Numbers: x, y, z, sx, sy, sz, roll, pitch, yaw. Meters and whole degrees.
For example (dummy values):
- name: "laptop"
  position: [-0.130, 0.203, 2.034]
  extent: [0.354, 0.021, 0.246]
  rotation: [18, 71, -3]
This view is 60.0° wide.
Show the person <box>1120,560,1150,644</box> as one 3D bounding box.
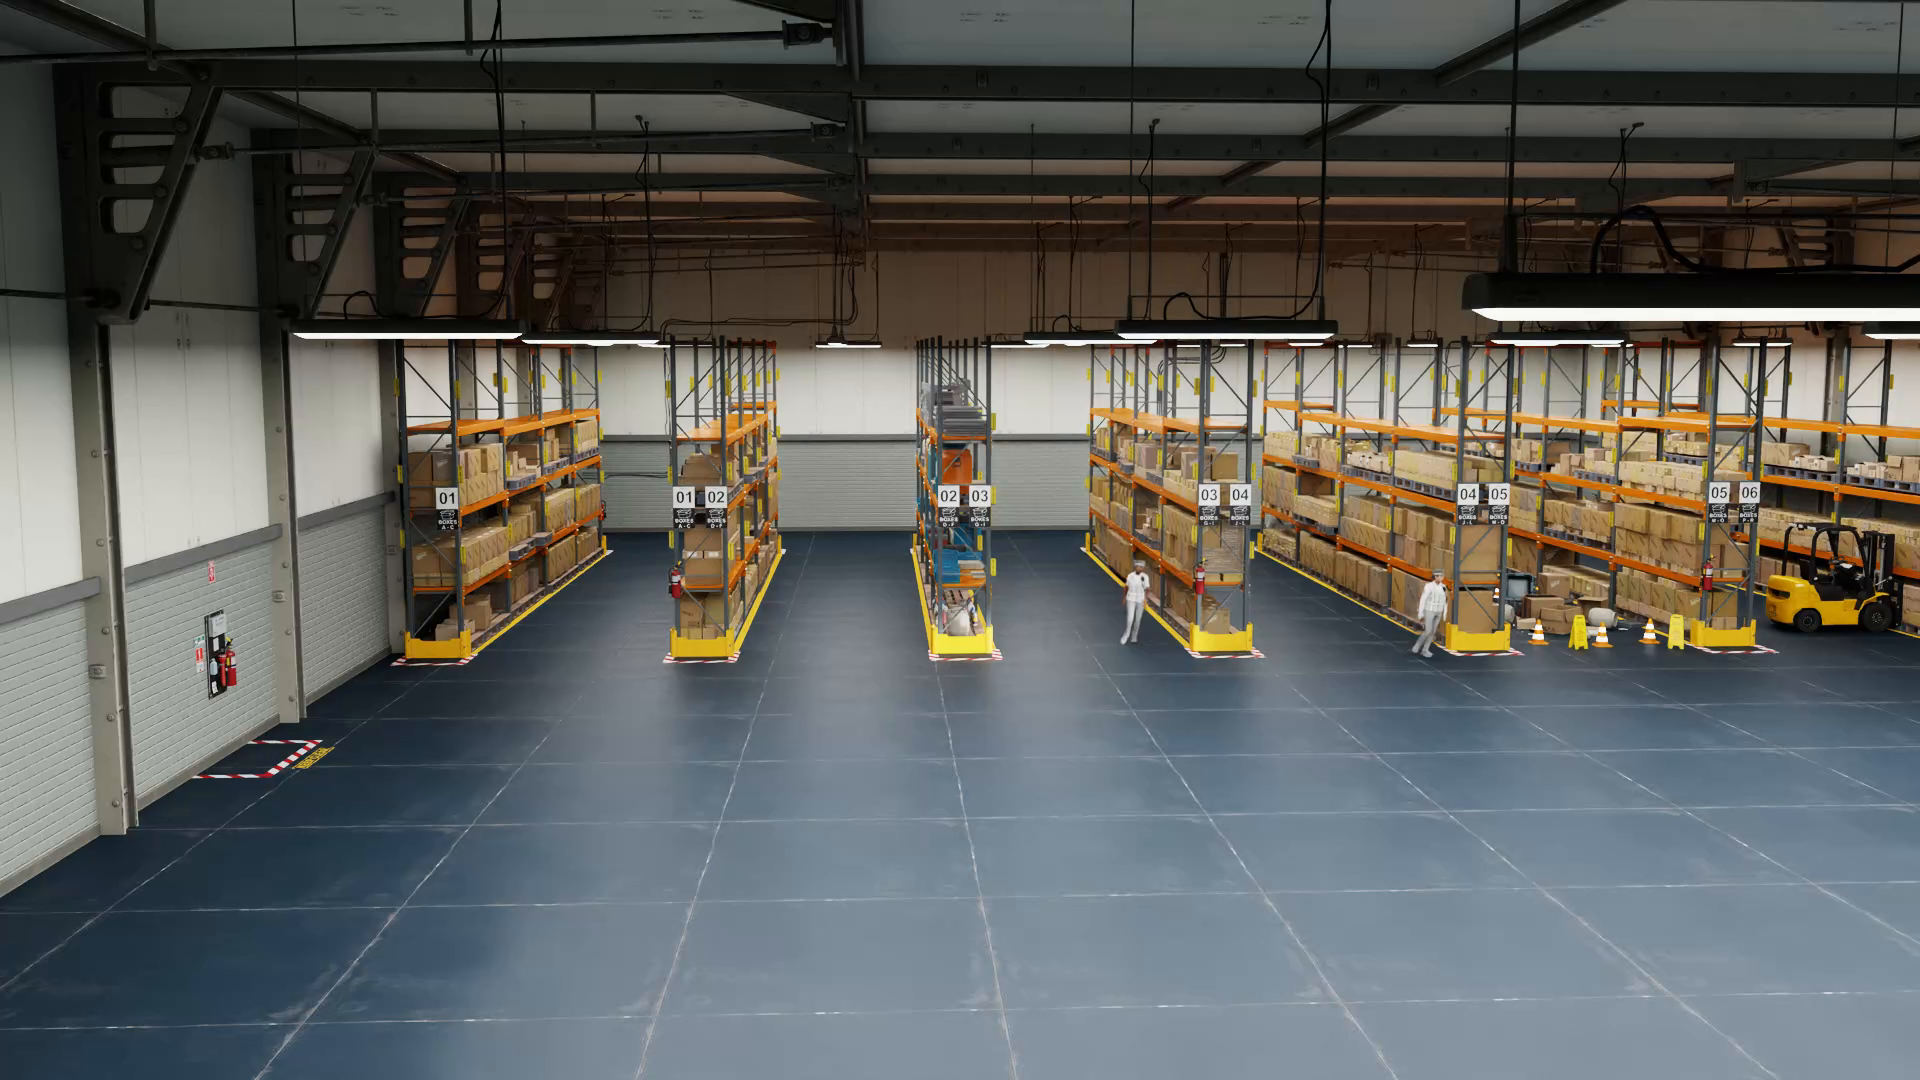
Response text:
- name: "person"
  position: [3.411, 1.201, 32.401]
  extent: [0.576, 1.652, 0.692]
  rotation: [0, 6, 2]

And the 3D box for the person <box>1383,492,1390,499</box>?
- name: "person"
  position: [12.664, -0.735, 49.430]
  extent: [0.849, 1.710, 0.551]
  rotation: [-1, 7, -12]

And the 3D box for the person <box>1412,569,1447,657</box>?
- name: "person"
  position: [8.812, 1.369, 31.178]
  extent: [0.611, 1.685, 0.471]
  rotation: [-3, 7, -21]

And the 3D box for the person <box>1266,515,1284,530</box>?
- name: "person"
  position: [9.398, -0.624, 48.962]
  extent: [0.693, 1.683, 0.696]
  rotation: [-1, 7, -11]
